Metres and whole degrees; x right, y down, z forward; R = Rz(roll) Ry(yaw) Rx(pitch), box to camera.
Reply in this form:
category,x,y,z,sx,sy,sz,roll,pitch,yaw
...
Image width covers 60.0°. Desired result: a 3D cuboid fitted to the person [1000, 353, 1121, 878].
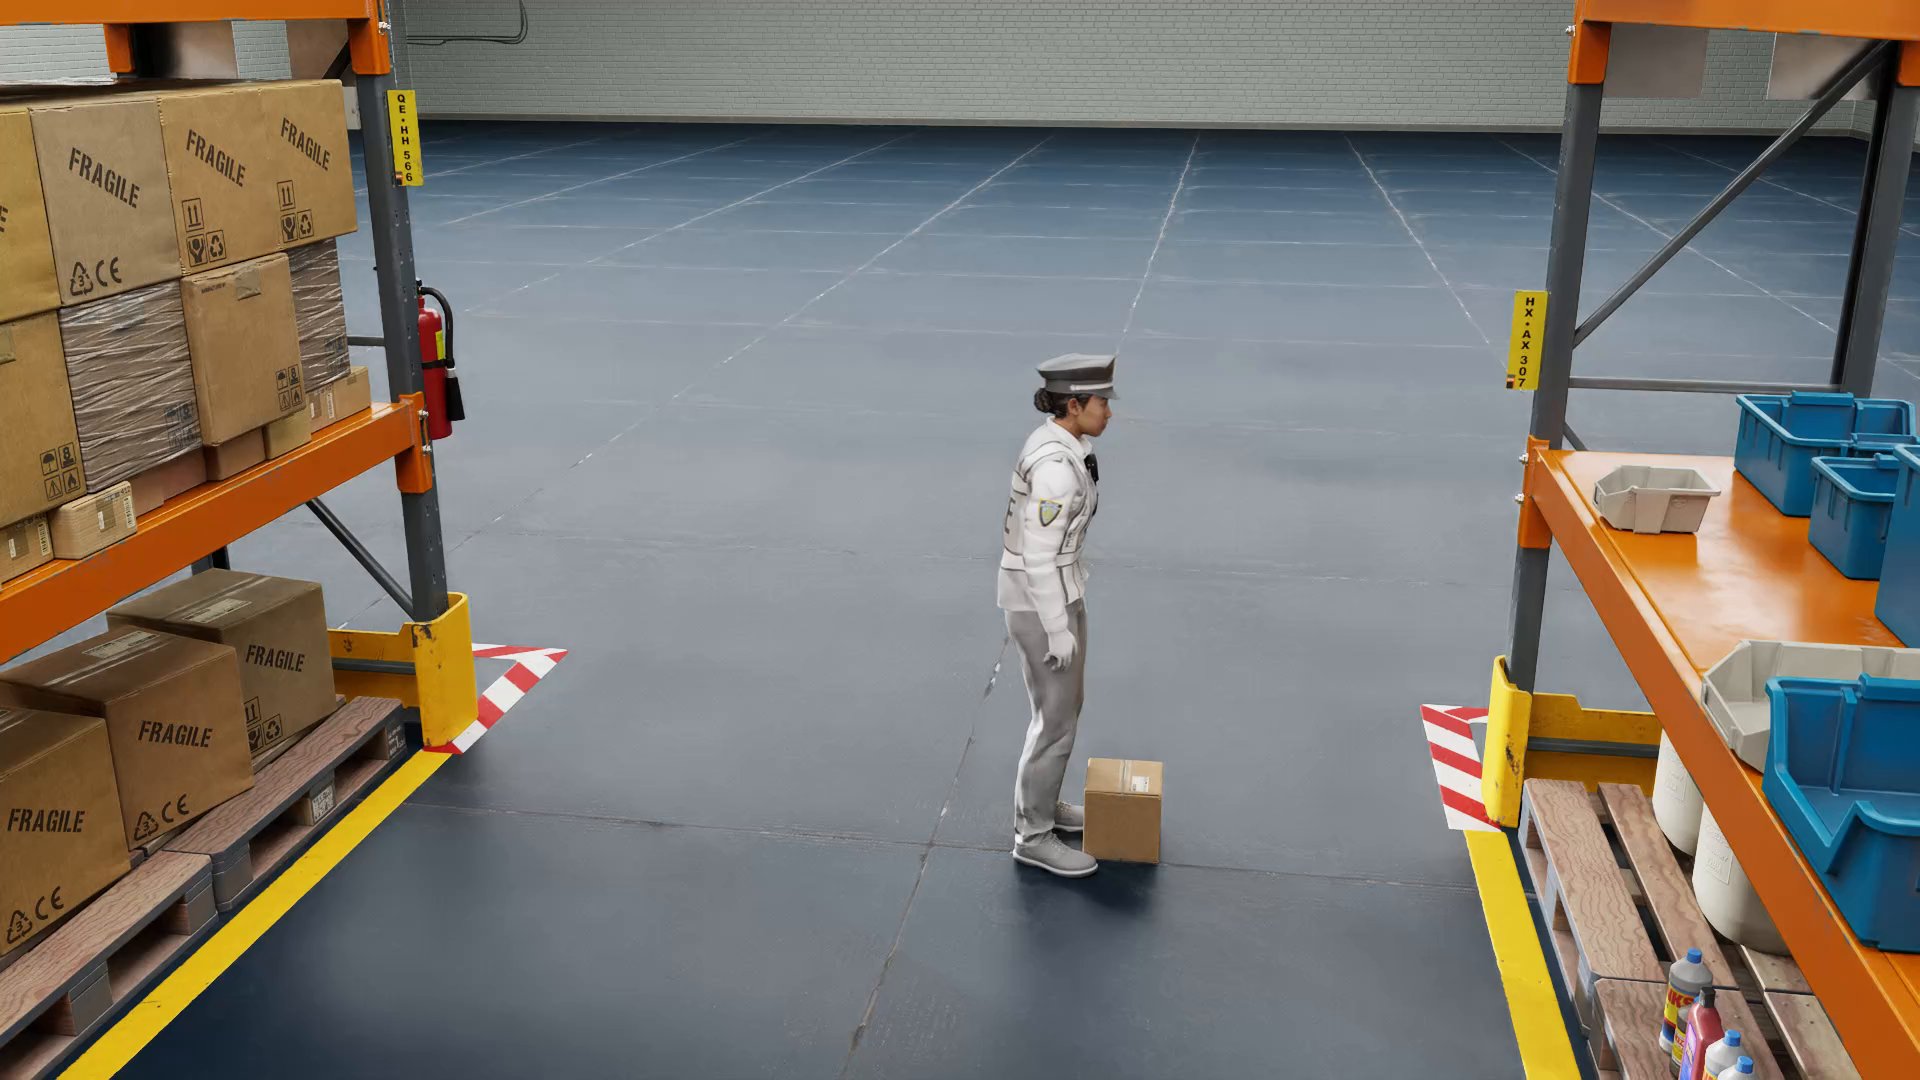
category,x,y,z,sx,sy,sz,roll,pitch,yaw
person,0.310,0.221,5.366,0.372,1.664,0.528,3,18,9
